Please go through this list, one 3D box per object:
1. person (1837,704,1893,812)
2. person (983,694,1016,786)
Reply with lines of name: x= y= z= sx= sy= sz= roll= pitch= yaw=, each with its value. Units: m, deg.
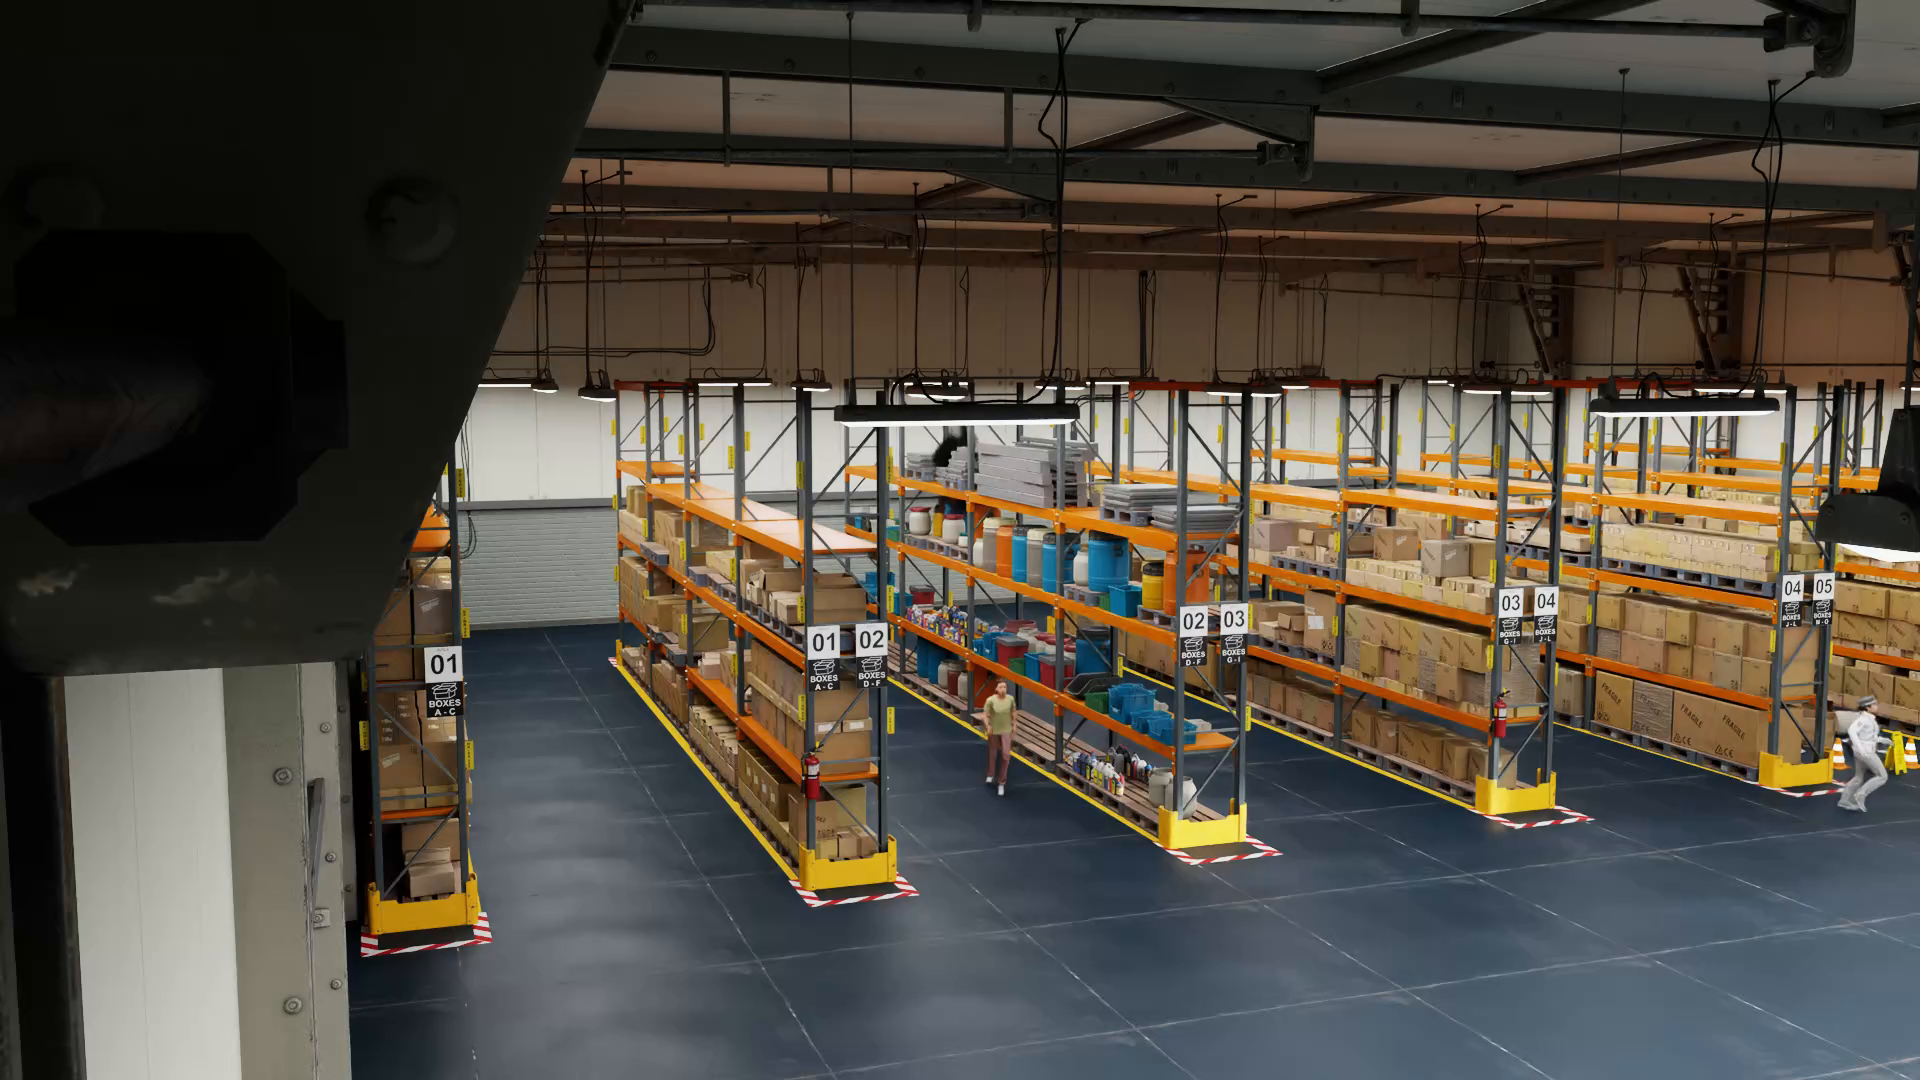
person: x=12.830 y=3.030 z=23.530 sx=0.648 sy=1.615 sz=0.619 roll=3 pitch=7 yaw=26
person: x=0.581 y=2.931 z=24.702 sx=0.505 sy=1.315 sz=0.701 roll=0 pitch=6 yaw=-2
